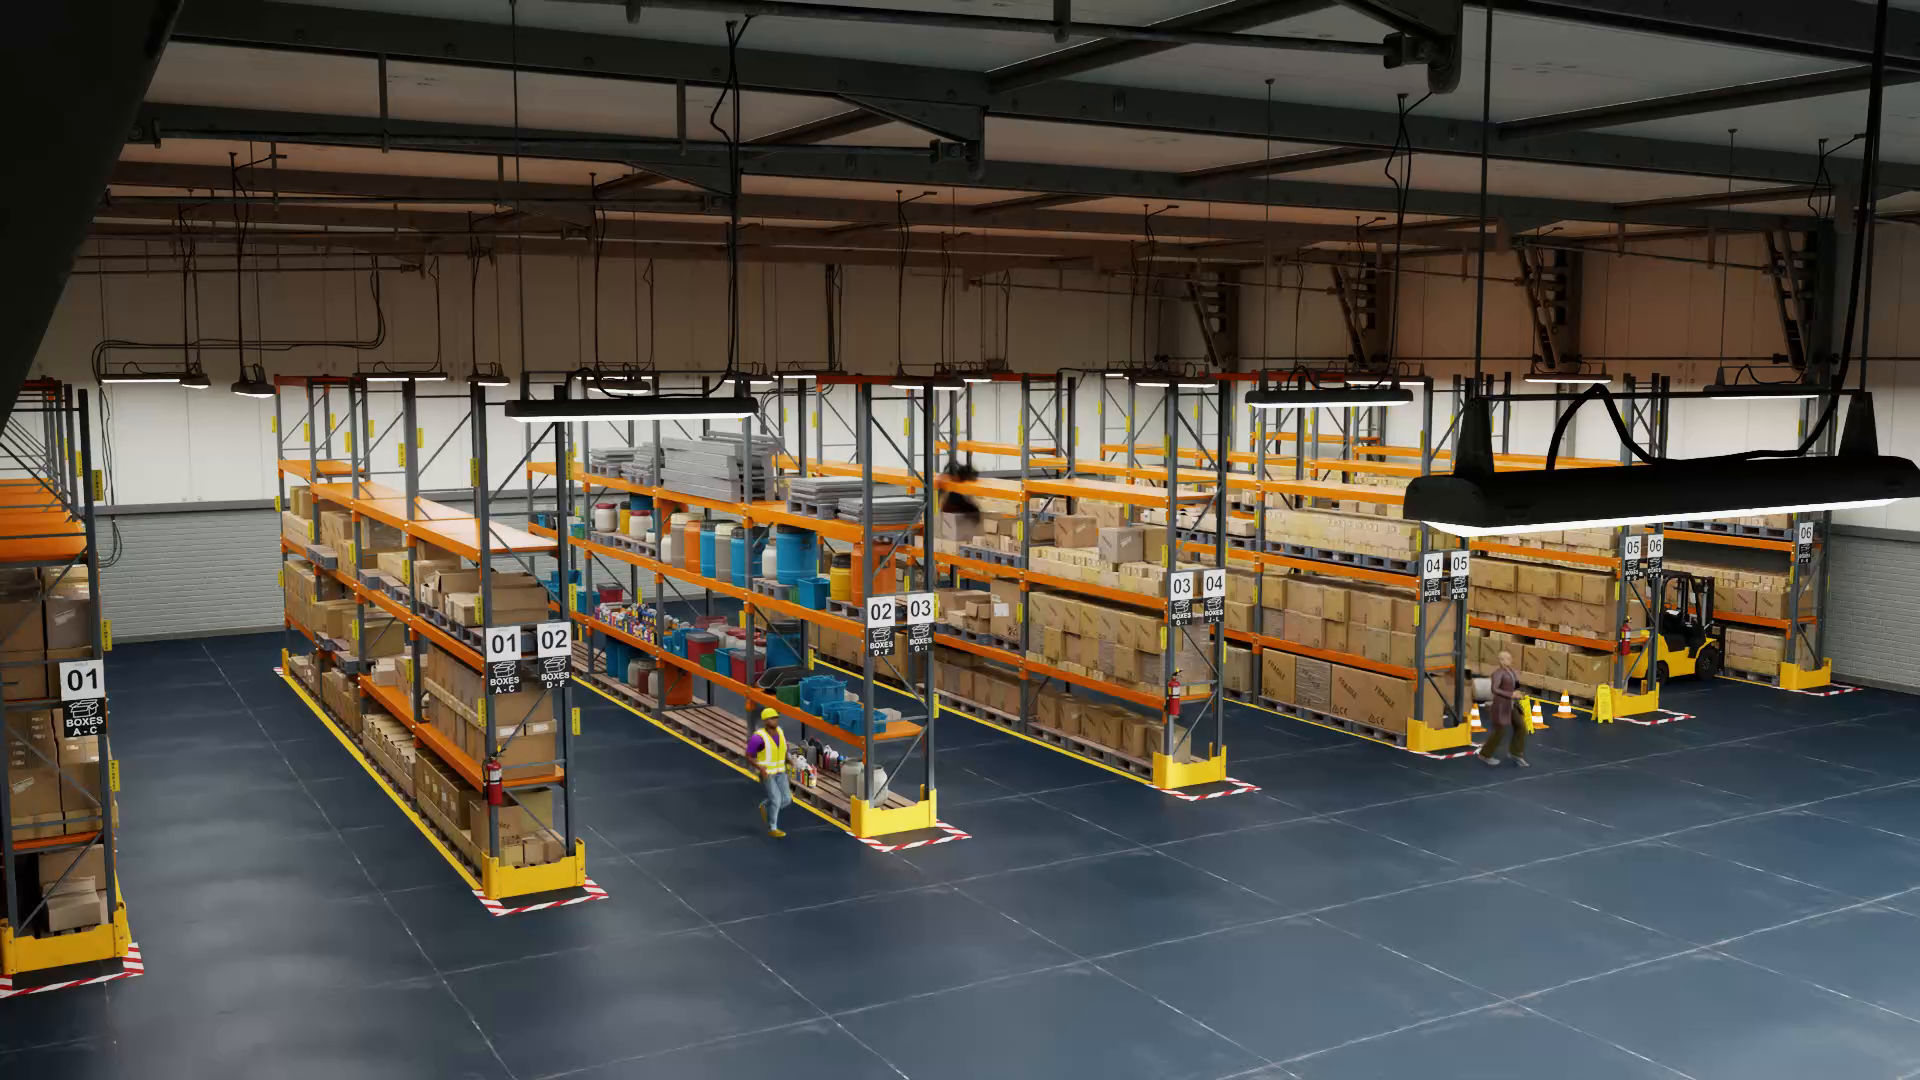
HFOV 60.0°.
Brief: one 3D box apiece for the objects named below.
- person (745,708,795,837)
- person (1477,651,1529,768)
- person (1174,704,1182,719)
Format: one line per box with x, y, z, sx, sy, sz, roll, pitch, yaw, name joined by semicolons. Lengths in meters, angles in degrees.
-2.523;3.068;22.027;0.567;1.721;0.686;6;8;42;person
8.440;2.629;25.780;0.739;1.823;0.770;5;8;36;person
3.897;2.339;29.238;0.613;1.634;0.560;-6;8;-42;person
